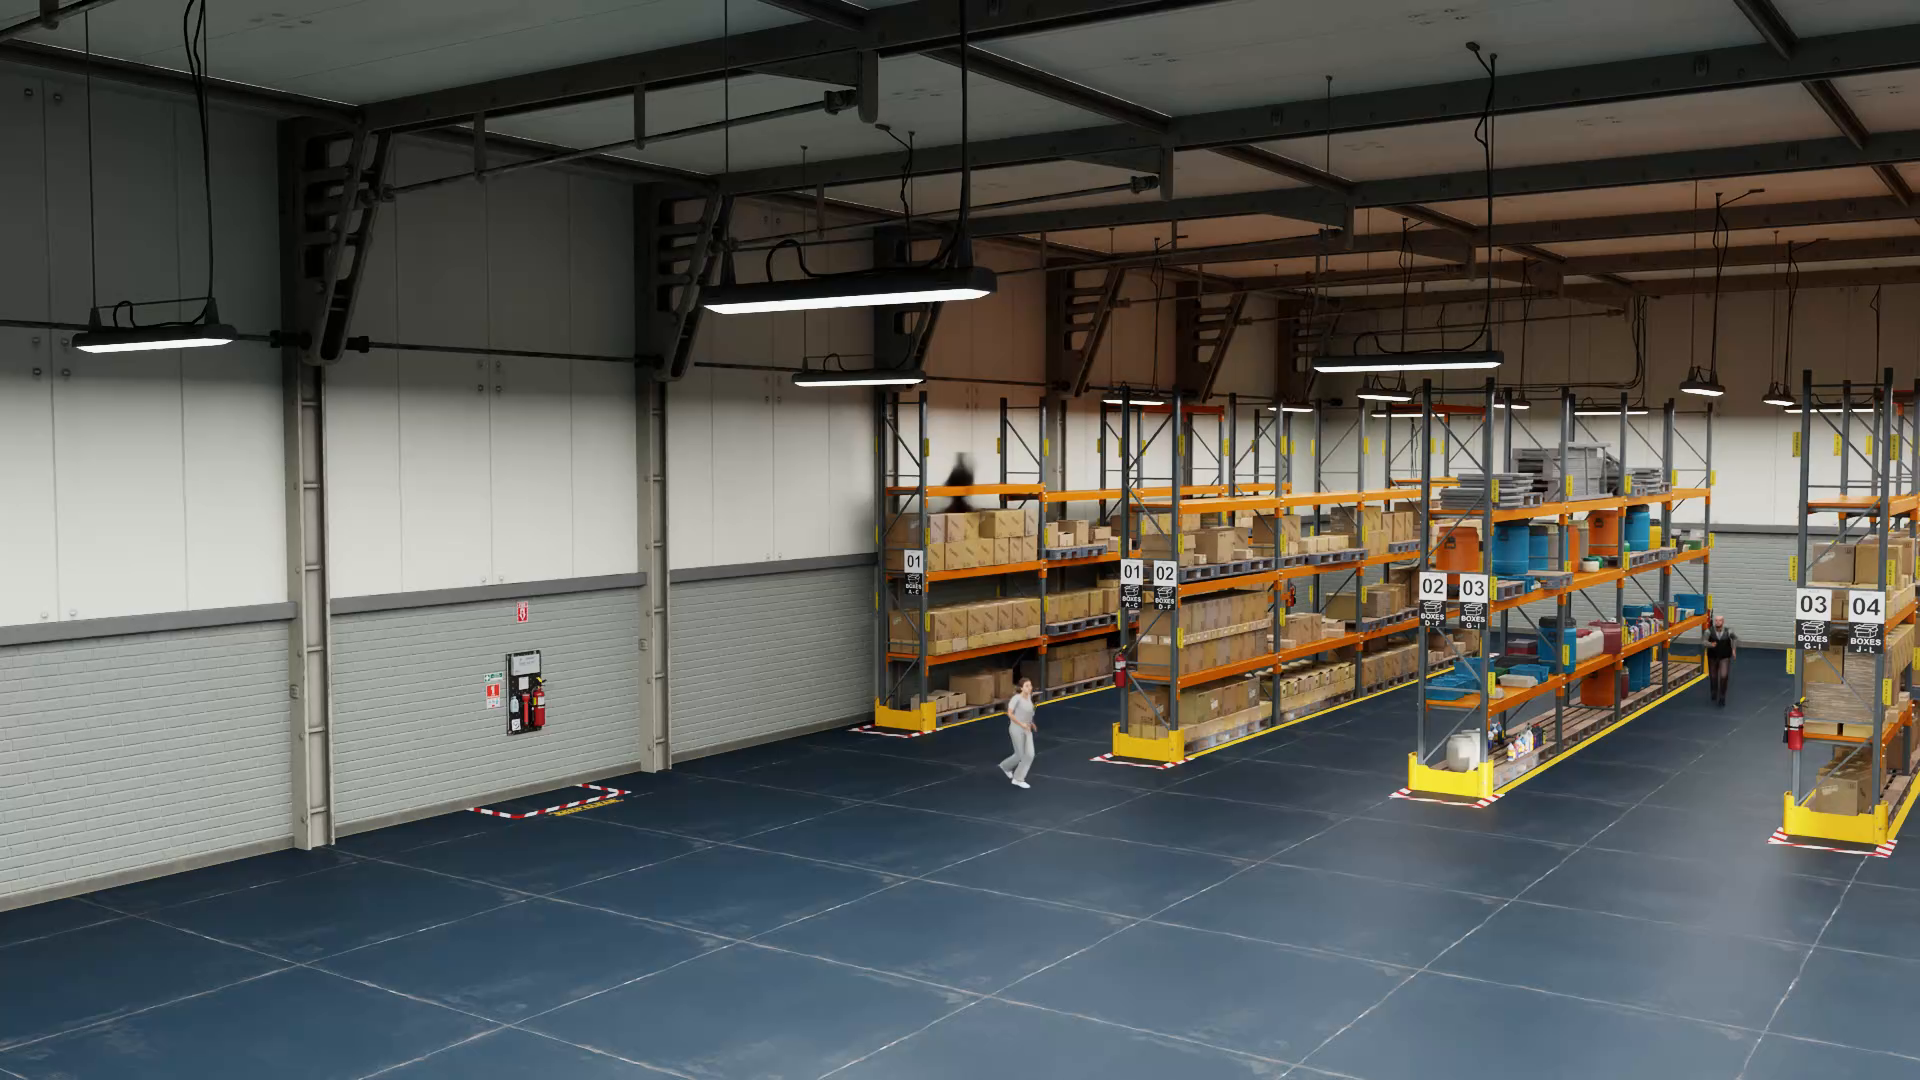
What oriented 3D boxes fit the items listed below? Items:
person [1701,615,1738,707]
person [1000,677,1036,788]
[{"bbox_3d":[14.768,2.346,32.361,0.639,1.782,0.849,2,4,26],"label":"person"},{"bbox_3d":[0.830,2.832,24.658,0.551,1.628,0.663,-3,4,-41],"label":"person"}]
